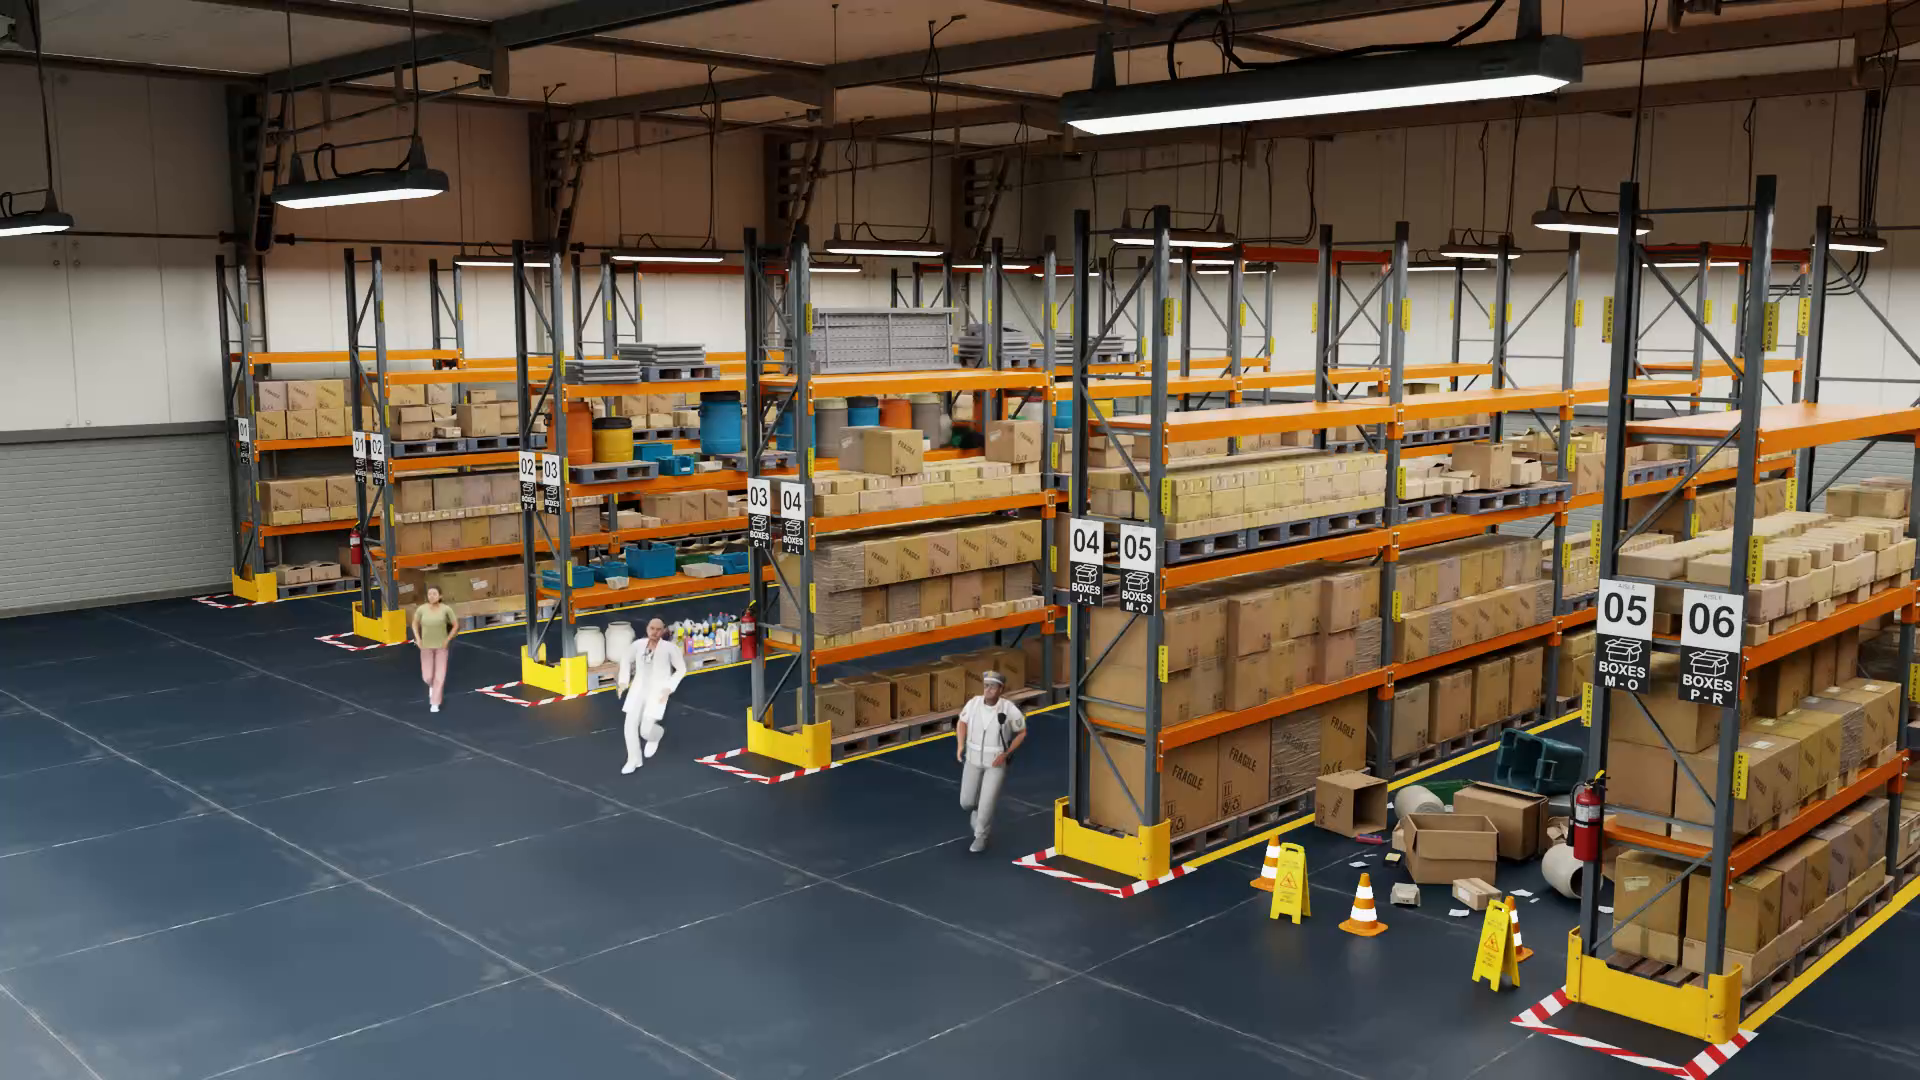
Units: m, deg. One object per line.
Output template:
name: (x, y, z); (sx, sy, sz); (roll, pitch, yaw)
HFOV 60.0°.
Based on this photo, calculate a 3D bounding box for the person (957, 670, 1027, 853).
person: (0.292, 2.074, 15.901); (0.683, 1.738, 0.612); (2, 8, 17)

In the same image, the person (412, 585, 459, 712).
person: (-6.715, 1.362, 21.325); (0.576, 1.632, 0.562); (-2, 8, -15)

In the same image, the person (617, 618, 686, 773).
person: (-3.429, 1.806, 18.546); (0.759, 1.529, 0.632); (2, 8, 11)
